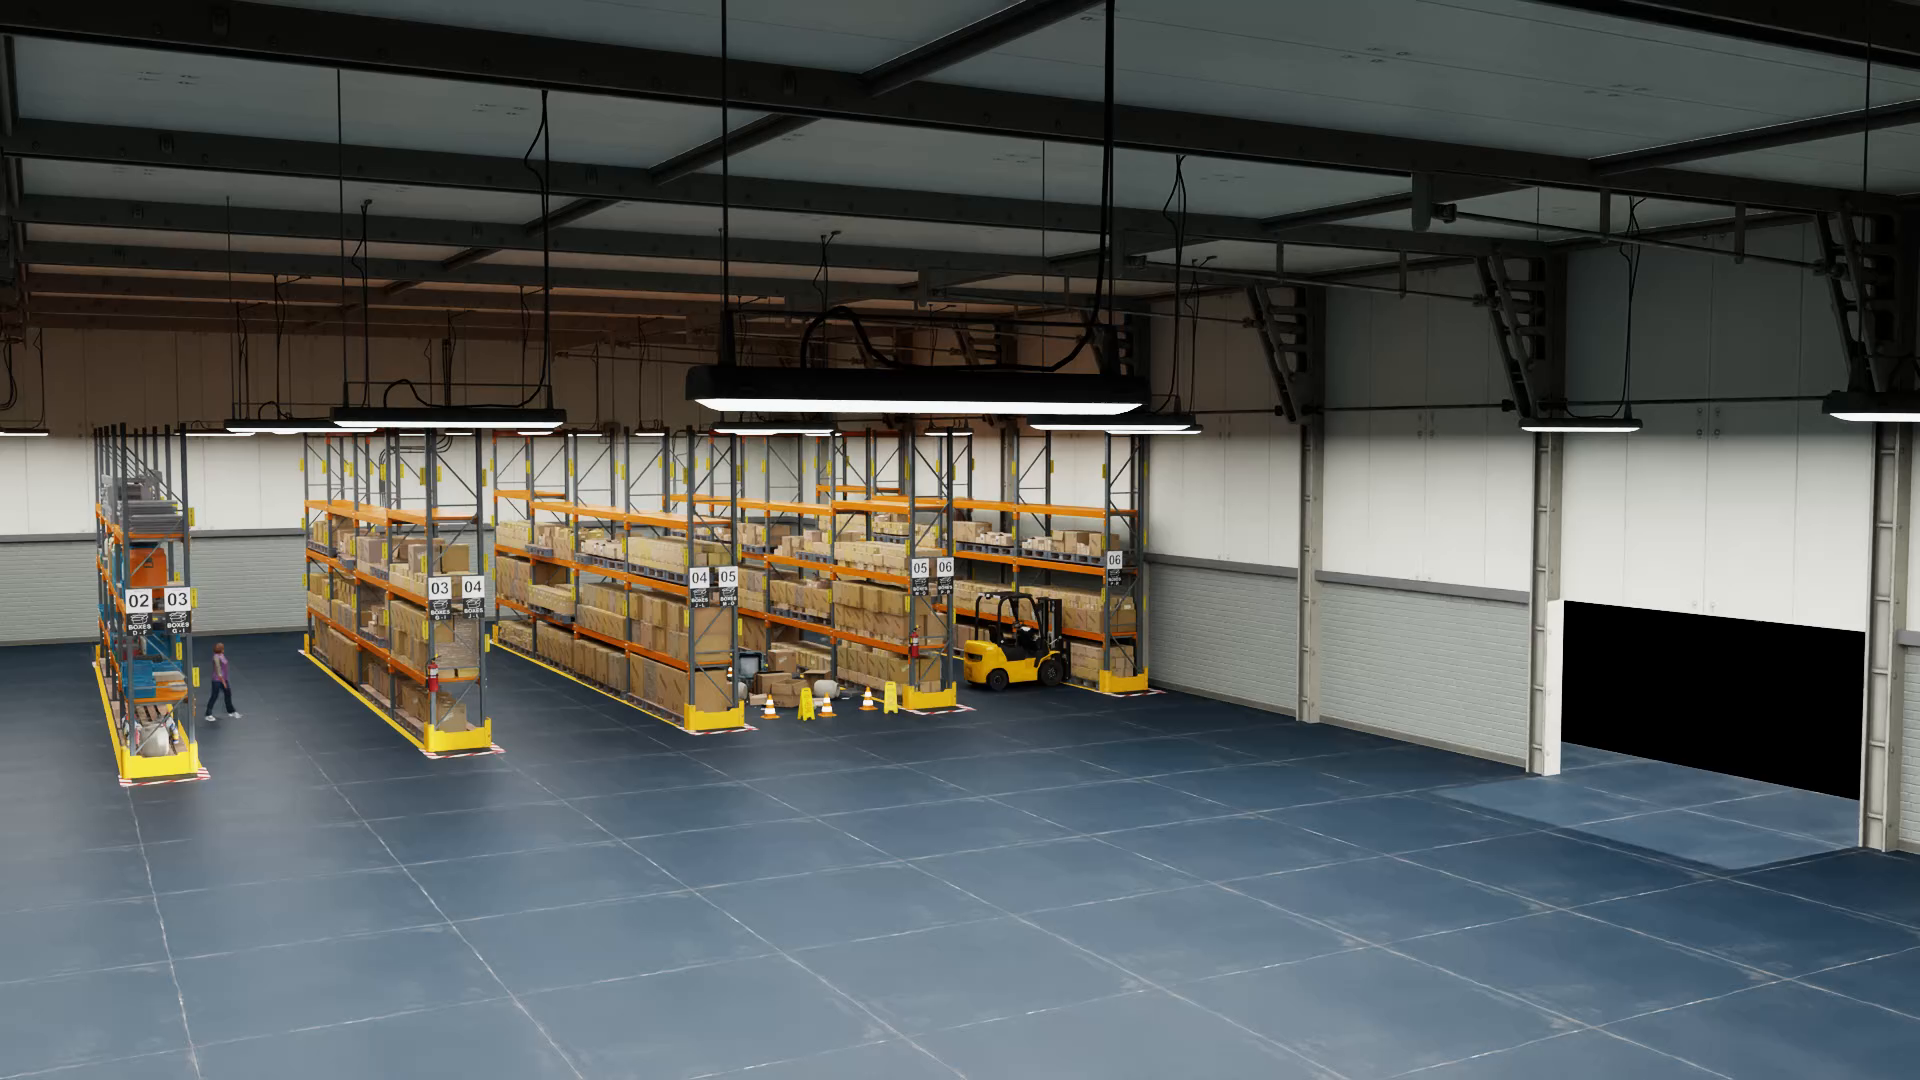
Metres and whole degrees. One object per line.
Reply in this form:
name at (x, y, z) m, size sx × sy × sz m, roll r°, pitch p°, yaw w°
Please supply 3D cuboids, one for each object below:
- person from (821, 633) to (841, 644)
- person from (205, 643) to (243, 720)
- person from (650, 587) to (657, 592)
person at (-3.424, 1.888, 44.314) m, size 0.606 × 1.740 × 0.426 m, roll 2°, pitch 4°, yaw 34°
person at (-15.060, 2.874, 33.927) m, size 0.582 × 1.593 × 0.588 m, roll 0°, pitch 3°, yaw 1°
person at (-8.497, 2.064, 46.060) m, size 0.536 × 1.735 × 0.400 m, roll 2°, pitch 4°, yaw 31°
